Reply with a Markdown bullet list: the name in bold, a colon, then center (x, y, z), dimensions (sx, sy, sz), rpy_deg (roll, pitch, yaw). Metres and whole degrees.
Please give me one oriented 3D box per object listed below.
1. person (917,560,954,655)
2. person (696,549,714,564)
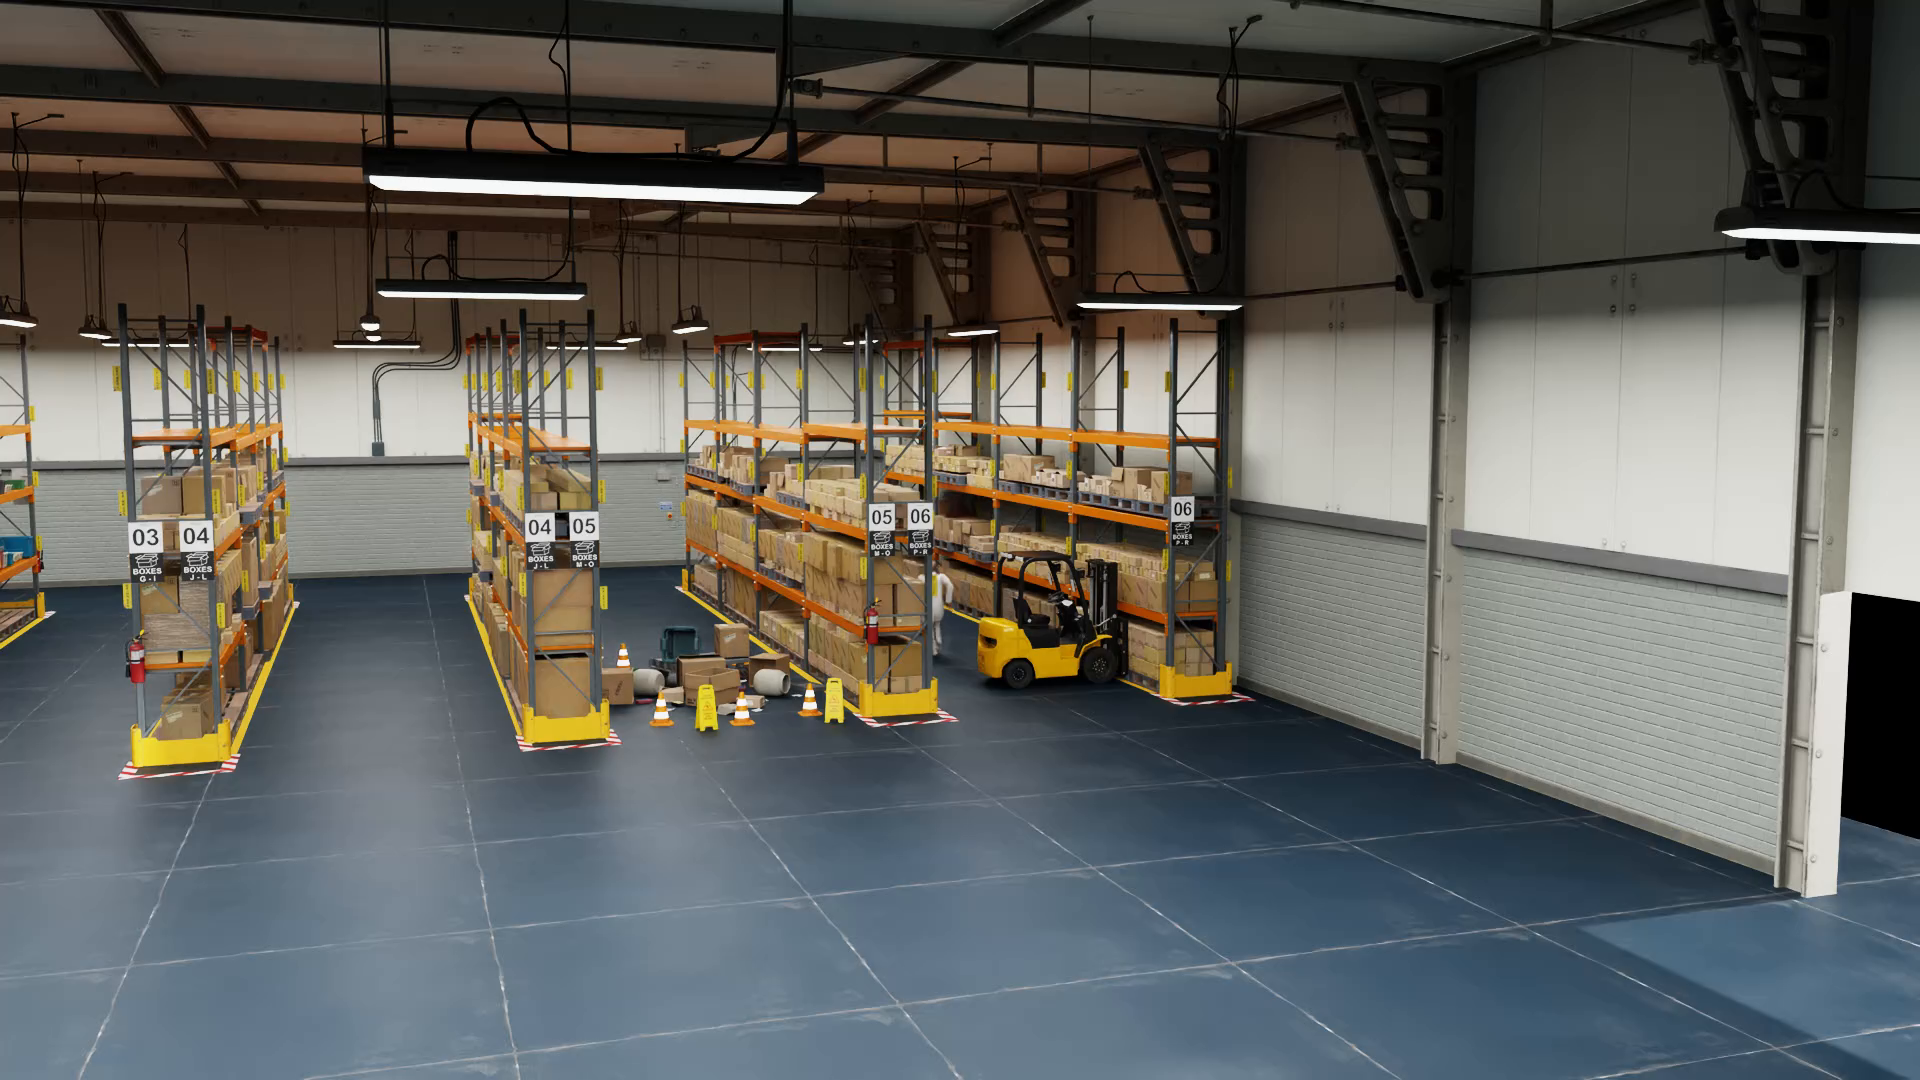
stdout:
- **person**: center (-0.525, 1.246, 30.643), dimensions (0.689, 1.755, 0.729), rpy_deg (-1, 6, -15)
- **person**: center (-6.389, 0.240, 41.598), dimensions (0.526, 1.662, 0.540), rpy_deg (-2, 6, -16)
